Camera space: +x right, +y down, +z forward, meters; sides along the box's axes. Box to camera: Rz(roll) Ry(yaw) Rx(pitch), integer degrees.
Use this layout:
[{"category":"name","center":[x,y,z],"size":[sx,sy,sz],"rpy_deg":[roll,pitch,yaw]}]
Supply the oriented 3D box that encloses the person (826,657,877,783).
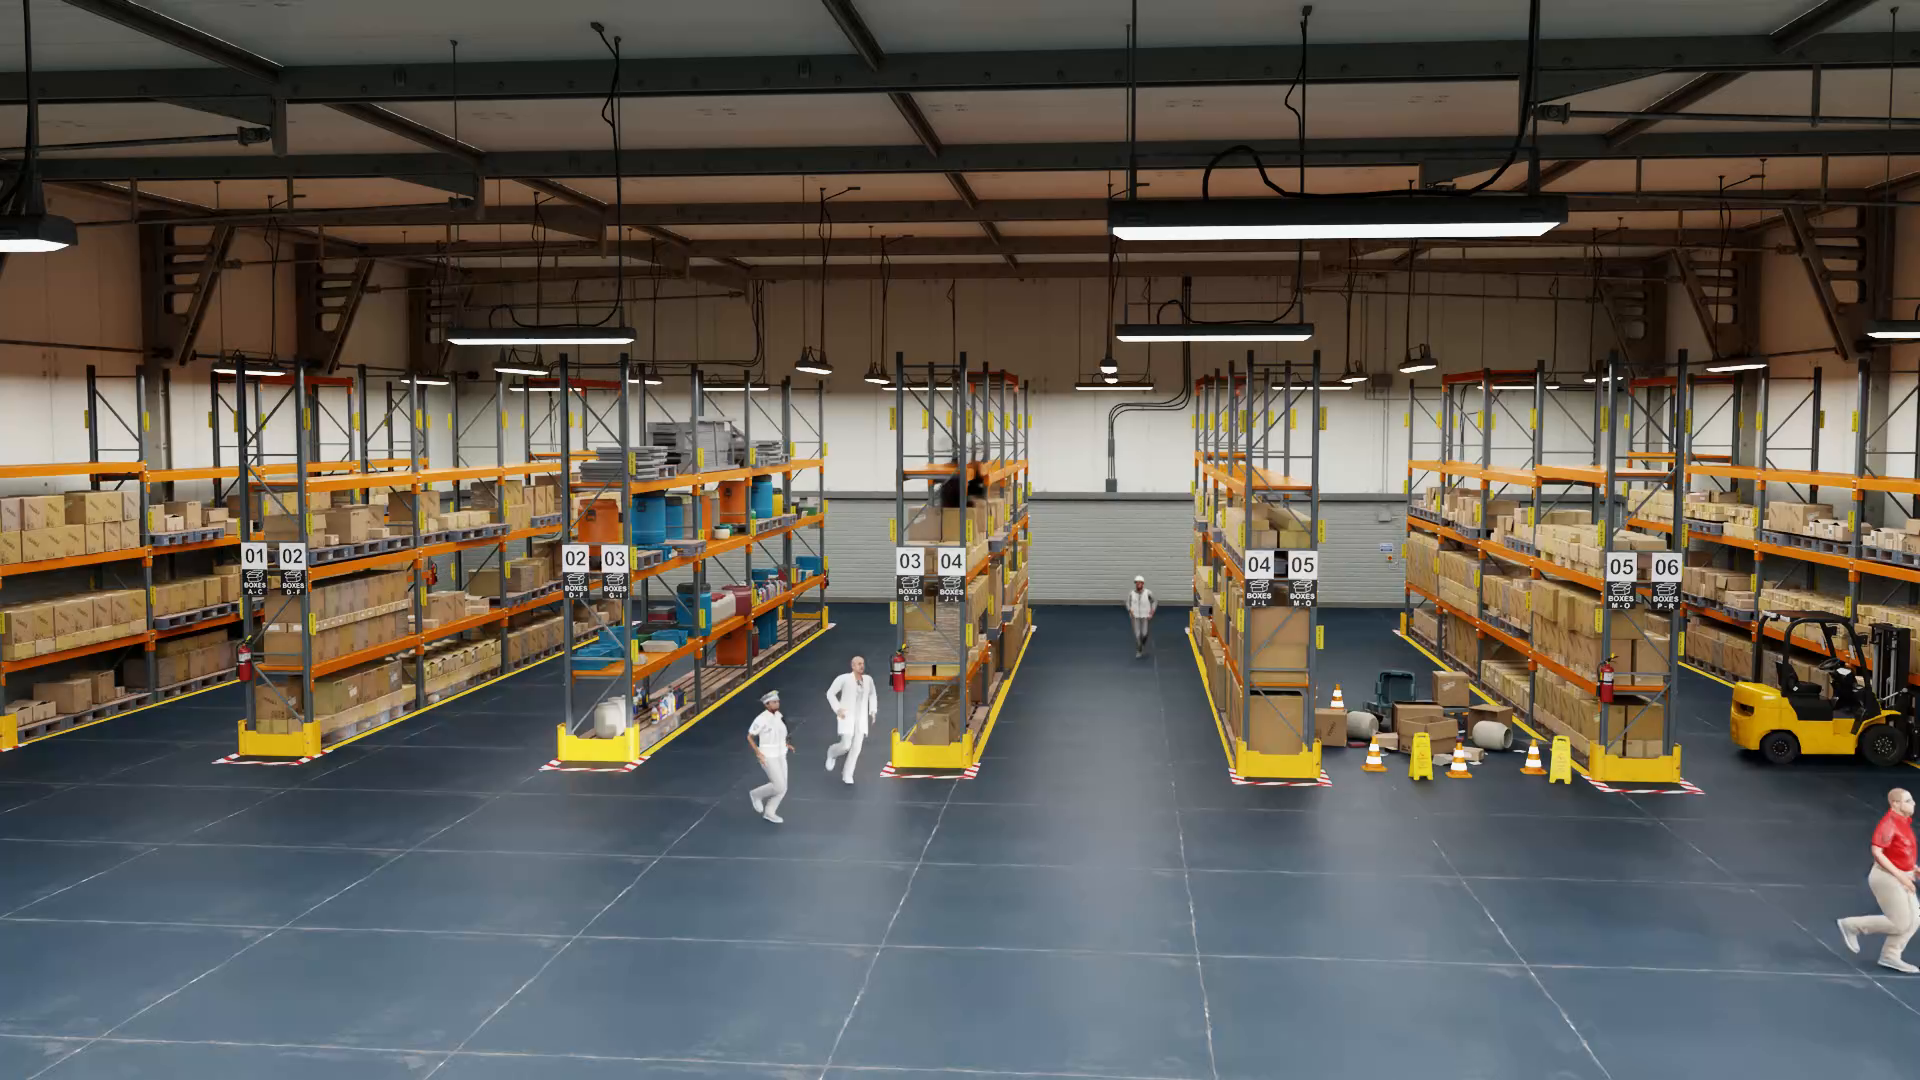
[{"category":"person","center":[-1.470,2.491,23.282],"size":[0.765,1.709,0.800],"rpy_deg":[-2,5,-27]}]

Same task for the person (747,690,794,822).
[{"category":"person","center":[-2.341,2.706,20.825],"size":[0.555,1.660,0.581],"rpy_deg":[3,5,34]}]

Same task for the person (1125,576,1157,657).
[{"category":"person","center":[3.829,1.632,35.255],"size":[0.672,1.731,0.542],"rpy_deg":[1,4,12]}]

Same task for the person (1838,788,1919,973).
[{"category":"person","center":[8.457,3.092,15.239],"size":[0.652,1.675,0.650],"rpy_deg":[4,5,41]}]
